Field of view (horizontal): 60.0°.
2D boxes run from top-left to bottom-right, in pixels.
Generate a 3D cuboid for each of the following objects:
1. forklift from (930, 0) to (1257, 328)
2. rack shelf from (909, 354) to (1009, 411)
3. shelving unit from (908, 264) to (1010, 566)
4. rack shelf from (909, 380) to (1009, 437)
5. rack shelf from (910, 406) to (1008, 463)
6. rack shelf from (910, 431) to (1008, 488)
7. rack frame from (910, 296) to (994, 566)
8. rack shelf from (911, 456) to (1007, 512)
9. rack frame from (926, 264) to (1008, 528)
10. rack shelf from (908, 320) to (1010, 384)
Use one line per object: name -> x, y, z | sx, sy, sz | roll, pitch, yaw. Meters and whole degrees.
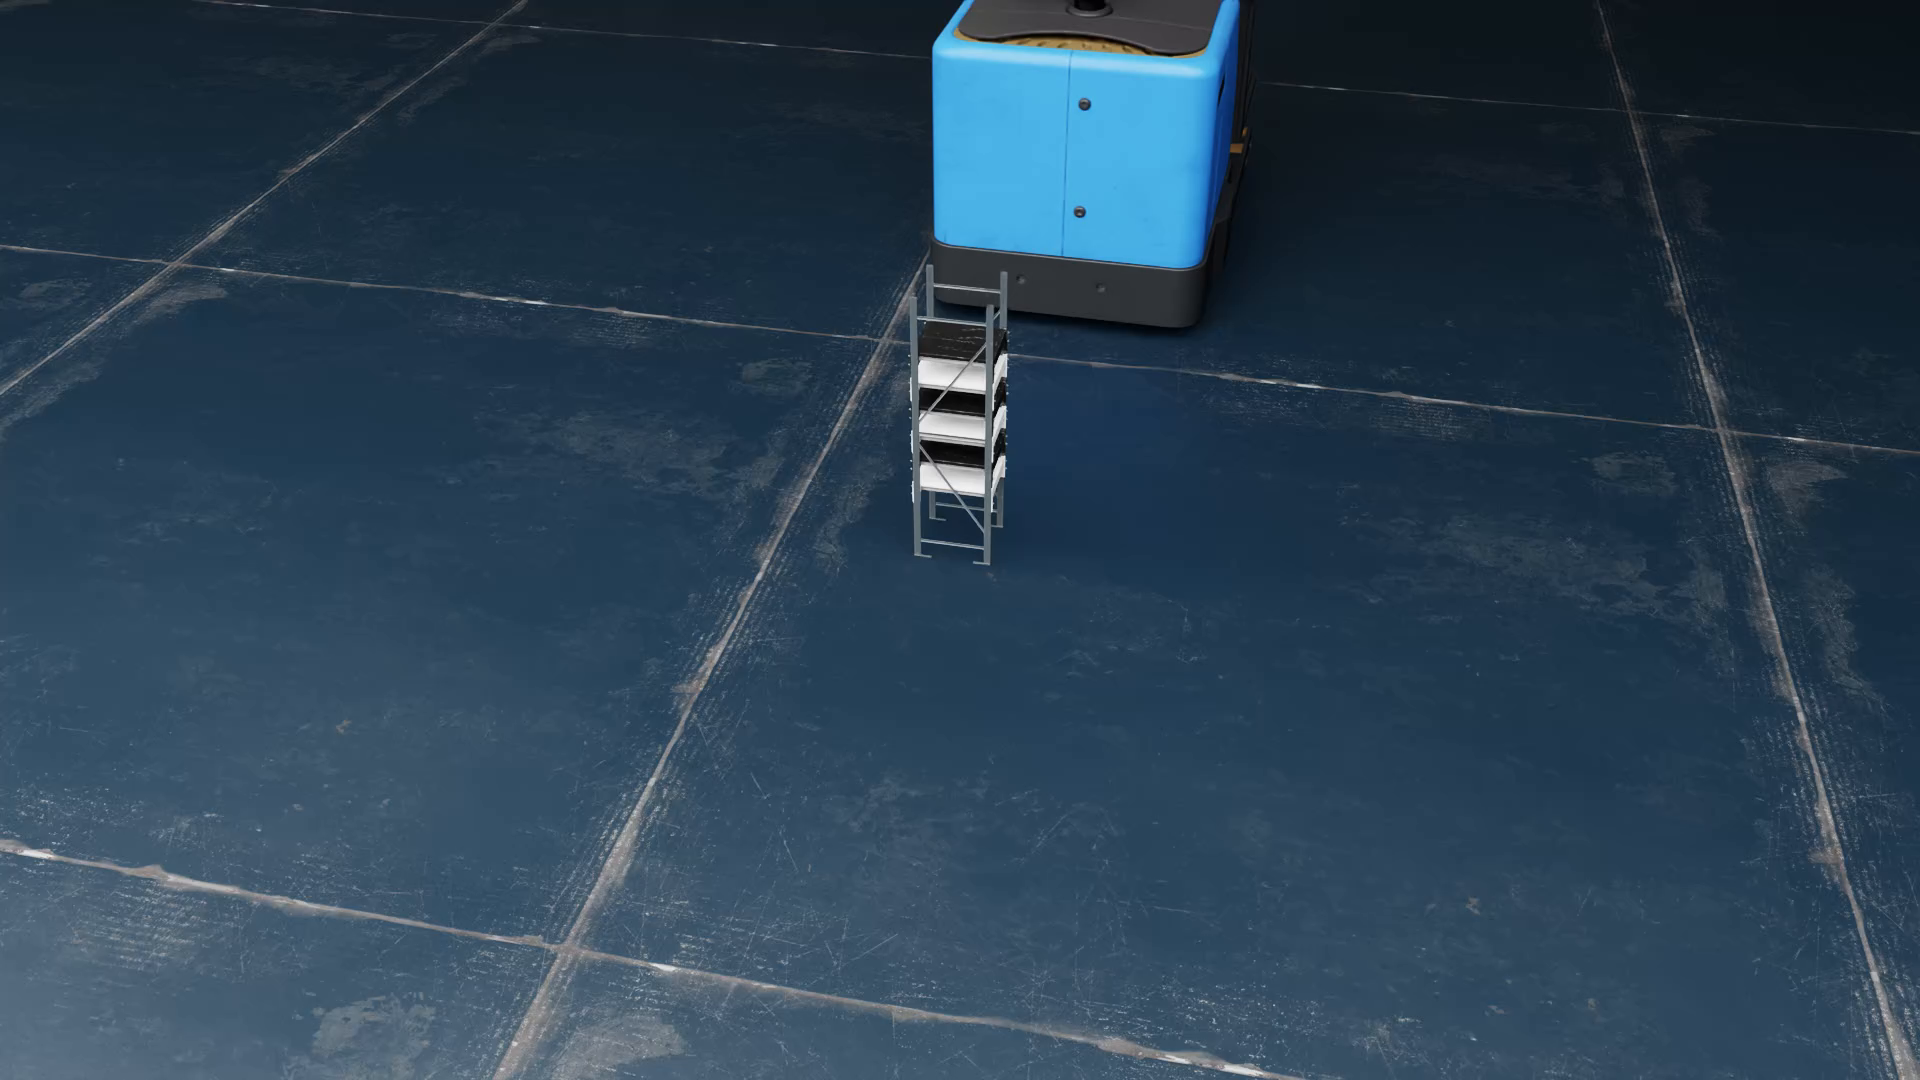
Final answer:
forklift -> 0.722, -2.843, 6.676 | 1.130, 2.935, 3.031 | 8, 37, 11
rack shelf -> -0.002, -0.478, 4.893 | 0.258, 0.077, 0.200 | 7, 37, 10
shelving unit -> -0.002, -0.360, 4.979 | 0.258, 0.900, 0.210 | 7, 37, 10
rack shelf -> -0.002, -0.406, 4.946 | 0.258, 0.077, 0.200 | 7, 37, 10
rack shelf -> -0.002, -0.333, 4.999 | 0.258, 0.077, 0.200 | 7, 37, 10
rack shelf -> -0.002, -0.260, 5.052 | 0.258, 0.077, 0.200 | 7, 37, 10
rack frame -> -0.023, -0.301, 4.899 | 0.240, 0.900, 0.006 | 7, 37, 10
rack shelf -> -0.002, -0.187, 5.105 | 0.258, 0.077, 0.200 | 7, 37, 10
rack frame -> 0.020, -0.418, 5.060 | 0.240, 0.900, 0.006 | 7, 37, 10
rack shelf -> -0.002, -0.551, 4.841 | 0.258, 0.077, 0.200 | 7, 37, 10
